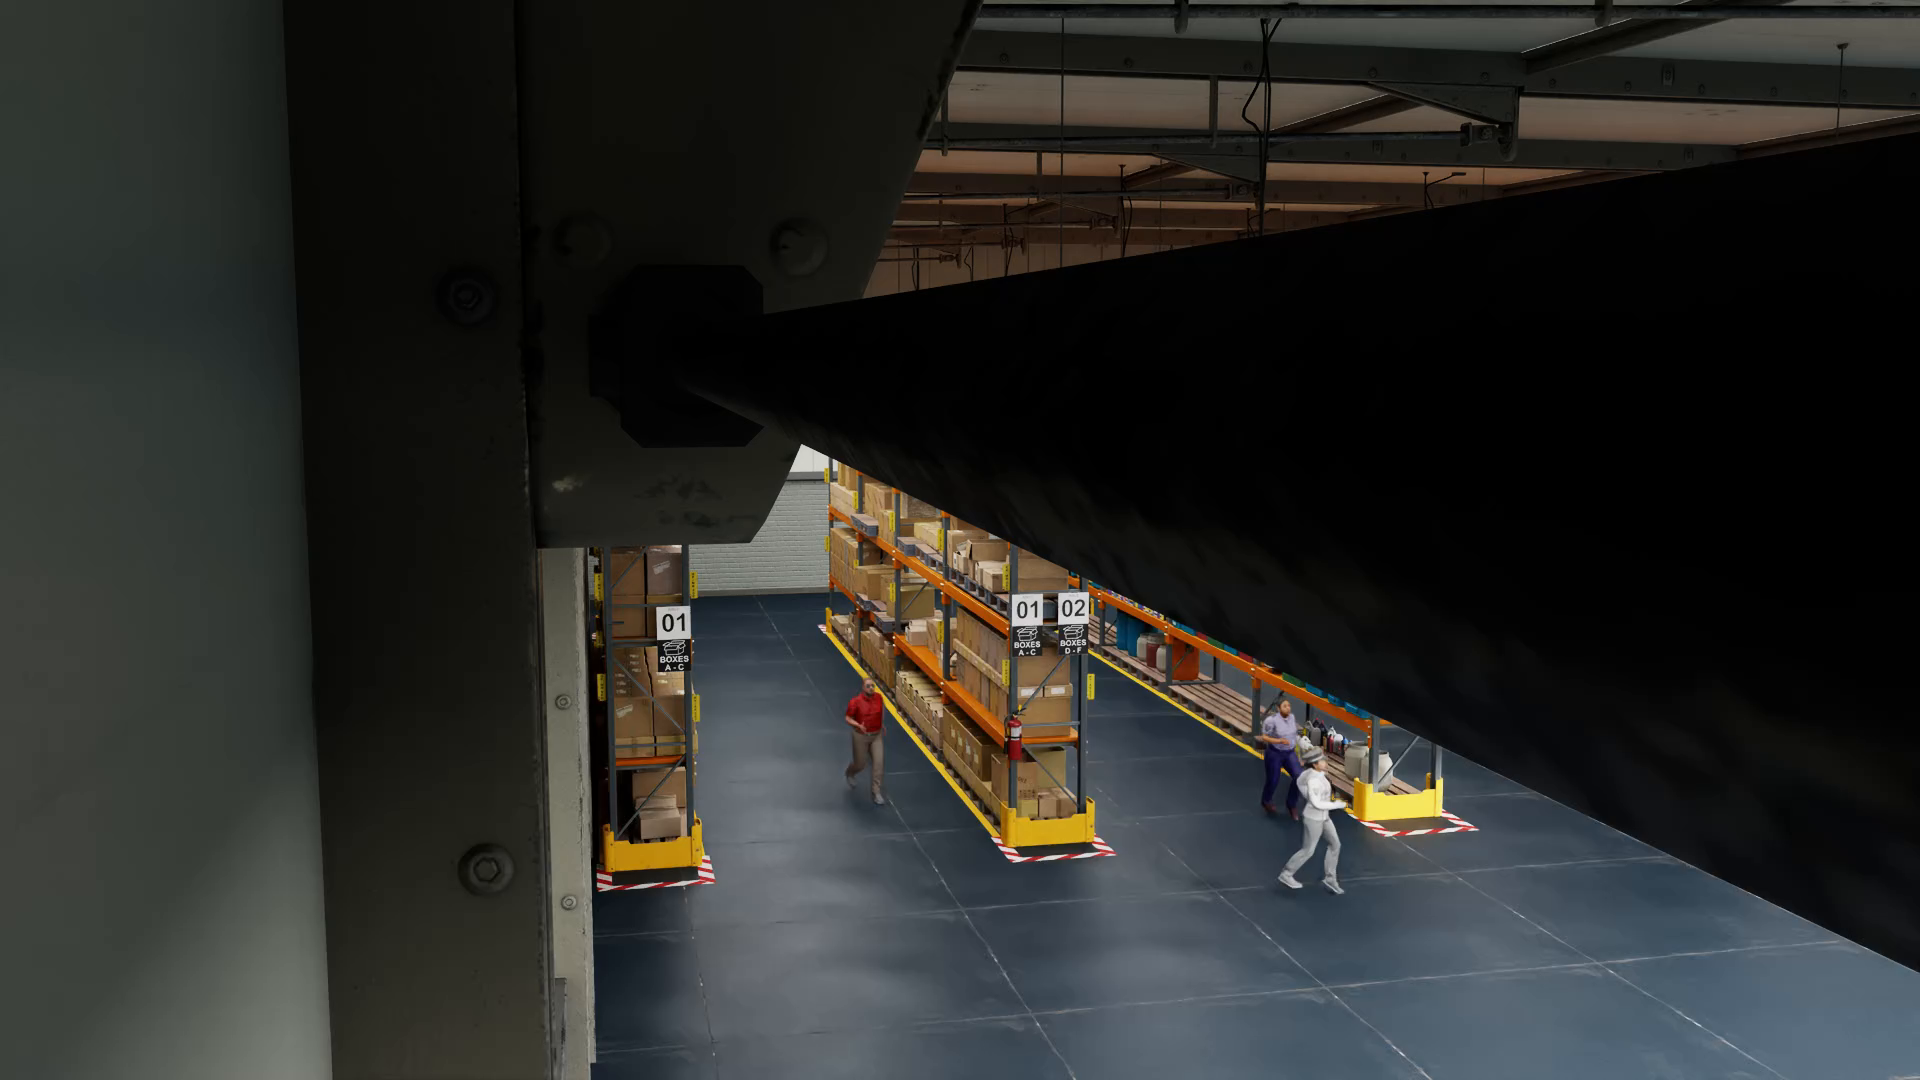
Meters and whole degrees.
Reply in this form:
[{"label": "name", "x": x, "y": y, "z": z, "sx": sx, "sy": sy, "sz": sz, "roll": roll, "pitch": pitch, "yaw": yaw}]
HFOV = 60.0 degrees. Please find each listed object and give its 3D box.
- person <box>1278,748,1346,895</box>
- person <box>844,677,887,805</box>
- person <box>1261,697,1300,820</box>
[{"label": "person", "x": 4.065, "y": 3.236, "z": 19.144, "sx": 0.751, "sy": 1.744, "sz": 0.616, "roll": 2, "pitch": 7, "yaw": 19}, {"label": "person", "x": -1.310, "y": 2.741, "z": 23.125, "sx": 0.647, "sy": 1.719, "sz": 0.943, "roll": -3, "pitch": 8, "yaw": -27}, {"label": "person", "x": 4.274, "y": 2.906, "z": 22.208, "sx": 0.614, "sy": 1.665, "sz": 0.758, "roll": -2, "pitch": 7, "yaw": -20}]
